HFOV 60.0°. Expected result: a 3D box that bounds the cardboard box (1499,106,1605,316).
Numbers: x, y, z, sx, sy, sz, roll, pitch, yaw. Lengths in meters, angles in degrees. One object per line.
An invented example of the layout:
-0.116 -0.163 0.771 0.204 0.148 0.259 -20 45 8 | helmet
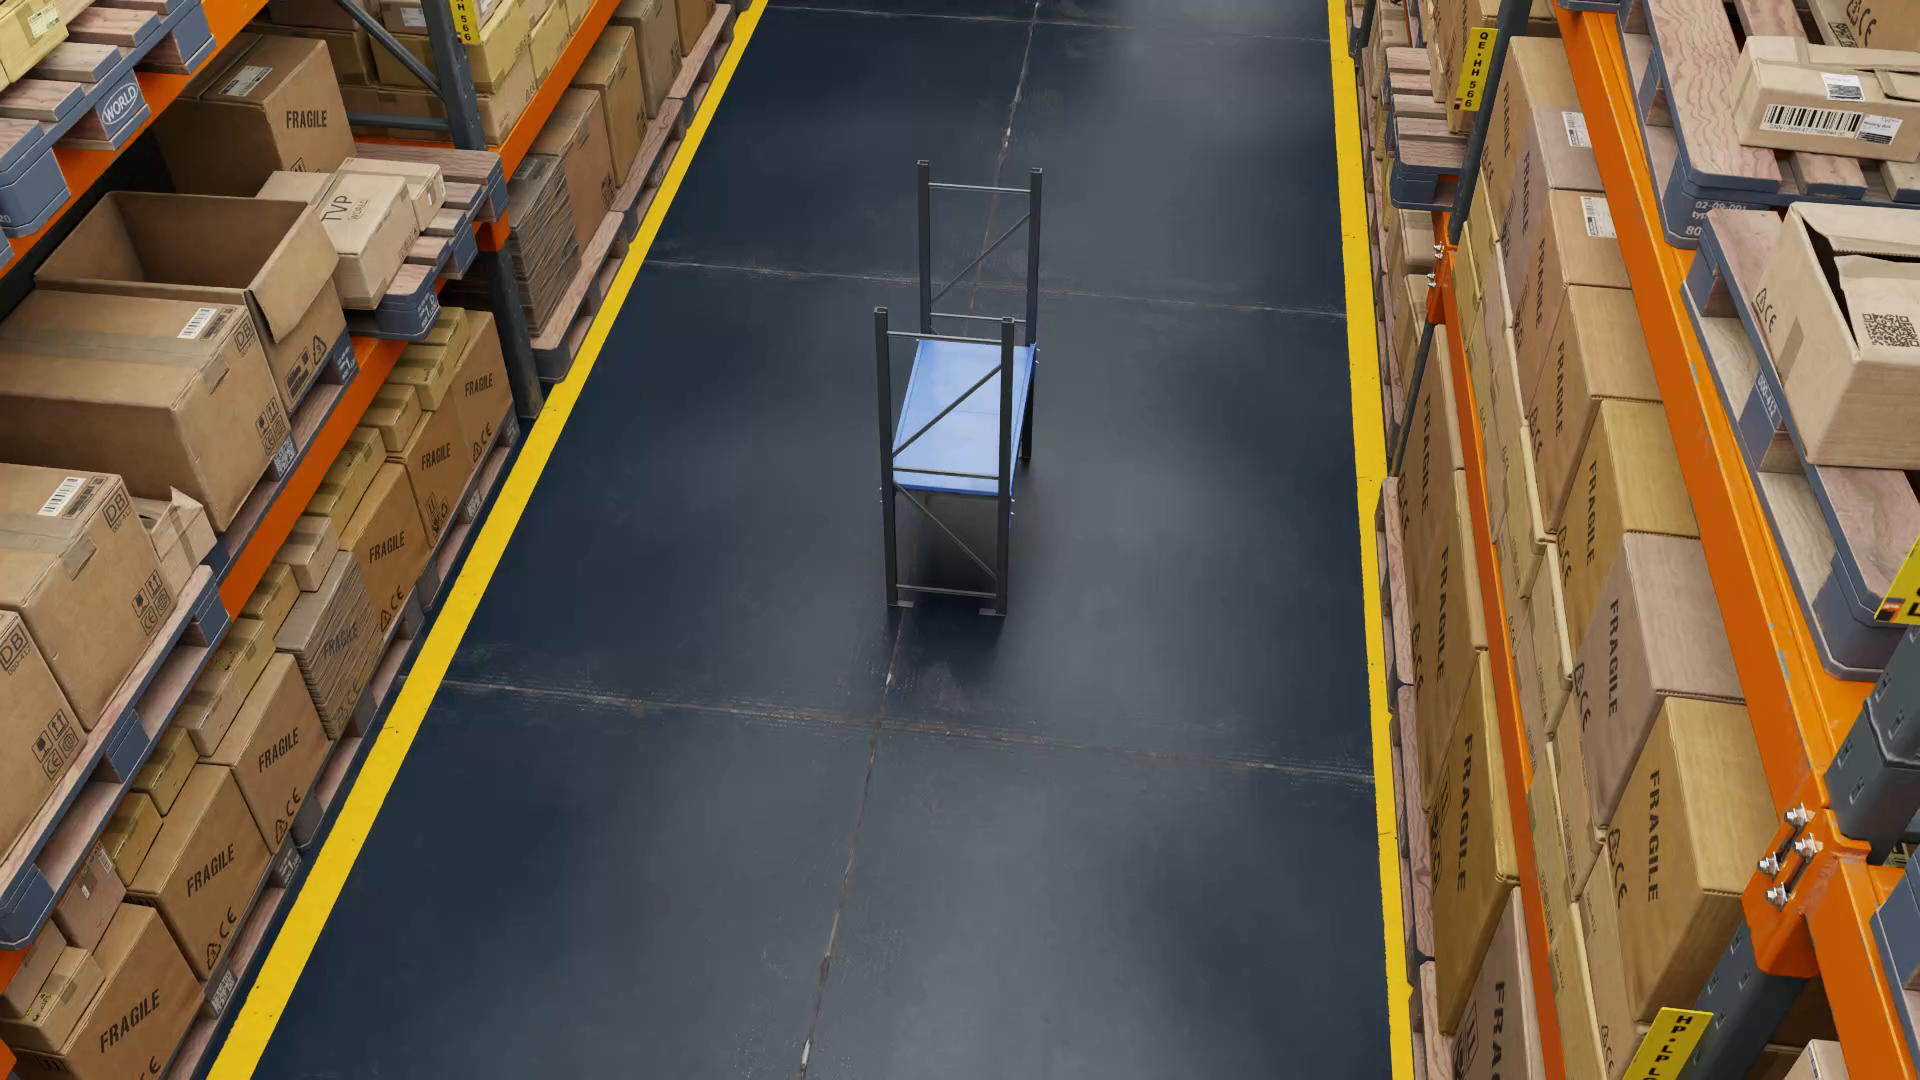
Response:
2.071 -1.037 5.364 0.500 0.500 0.500 5 44 6 | cardboard box

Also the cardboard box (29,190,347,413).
-2.519 -0.800 5.533 0.797 0.503 0.637 4 44 5 | cardboard box

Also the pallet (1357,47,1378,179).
2.862 -2.474 9.709 1.003 0.211 1.213 5 44 6 | pallet

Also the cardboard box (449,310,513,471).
-2.329 -0.676 7.295 0.500 0.500 0.500 6 44 7 | cardboard box

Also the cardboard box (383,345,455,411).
-2.306 -0.671 6.818 0.380 0.149 0.250 3 44 3 | cardboard box

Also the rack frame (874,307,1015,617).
-0.056 -0.256 6.430 0.500 1.500 0.032 5 44 6 | rack frame

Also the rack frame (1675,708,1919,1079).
1.906 1.435 3.552 1.000 3.000 0.127 5 44 6 | rack frame

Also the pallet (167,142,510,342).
-2.506 -1.201 6.477 1.213 0.211 1.003 5 44 6 | pallet

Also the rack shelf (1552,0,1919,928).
2.170 -0.756 4.208 1.077 0.370 4.000 5 44 6 | rack shelf

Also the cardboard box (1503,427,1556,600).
1.895 -0.060 4.877 0.500 0.250 0.500 6 44 6 | cardboard box

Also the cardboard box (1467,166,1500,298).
2.123 -1.095 5.970 0.500 0.250 0.500 5 44 5 | cardboard box

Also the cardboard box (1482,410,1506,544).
1.995 -0.217 5.407 0.500 0.250 0.500 7 44 7 | cardboard box

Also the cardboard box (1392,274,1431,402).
2.519 -0.873 7.596 0.950 0.372 0.625 3 43 3 | cardboard box

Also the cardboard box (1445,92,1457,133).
2.208 -1.786 6.832 0.380 0.149 0.250 6 44 6 | cardboard box

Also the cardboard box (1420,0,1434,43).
2.261 -2.322 7.397 0.380 0.149 0.250 6 44 6 | cardboard box

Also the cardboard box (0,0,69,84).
-2.406 -1.236 3.997 0.380 0.149 0.250 6 44 7 | cardboard box

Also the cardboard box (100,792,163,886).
-2.721 0.914 5.144 0.380 0.149 0.250 3 44 3 | cardboard box

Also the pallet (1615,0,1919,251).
2.257 -1.105 4.191 1.003 0.211 1.213 7 44 7 | pallet

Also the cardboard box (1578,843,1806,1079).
1.723 0.986 3.773 0.500 0.250 0.500 5 44 5 | cardboard box

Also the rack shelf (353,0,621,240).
-2.222 -2.841 8.592 1.077 0.370 4.000 5 44 6 | rack shelf

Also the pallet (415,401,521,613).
-2.622 -0.221 7.330 1.003 0.211 1.213 5 44 6 | pallet

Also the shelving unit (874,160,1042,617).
0.011 -0.603 6.796 0.538 1.500 1.048 5 44 6 | shelving unit

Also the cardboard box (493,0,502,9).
-2.118 -2.384 7.041 0.380 0.149 0.250 6 44 6 | cardboard box

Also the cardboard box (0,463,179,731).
-2.661 0.136 4.547 0.700 0.500 0.500 6 44 6 | cardboard box

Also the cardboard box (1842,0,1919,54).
2.489 -1.341 3.925 0.500 0.500 0.500 6 44 6 | cardboard box

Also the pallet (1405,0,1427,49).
2.655 -2.574 7.926 1.003 0.211 1.213 5 44 6 | pallet

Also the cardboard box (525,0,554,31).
-2.118 -2.488 7.441 0.500 0.250 0.500 7 44 7 | cardboard box

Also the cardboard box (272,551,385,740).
-2.522 0.376 6.184 0.500 0.500 0.500 4 44 4 | cardboard box

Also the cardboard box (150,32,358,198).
-2.709 -1.592 6.371 0.500 0.500 0.500 7 44 7 | cardboard box

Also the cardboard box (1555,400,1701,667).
1.863 0.012 4.256 0.500 0.500 0.500 6 44 7 | cardboard box

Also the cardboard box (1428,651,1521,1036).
2.020 1.008 5.243 0.875 0.875 0.875 6 44 7 | cardboard box

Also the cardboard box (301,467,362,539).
-2.497 -0.150 6.268 0.380 0.149 0.250 5 44 5 | cardboard box

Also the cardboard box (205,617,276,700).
-2.593 0.390 5.697 0.380 0.149 0.250 7 44 7 | cardboard box

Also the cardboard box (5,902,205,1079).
-2.728 1.433 5.068 0.500 0.500 0.500 7 44 7 | cardboard box

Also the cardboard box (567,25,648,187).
-2.223 -2.358 8.981 0.875 0.625 0.625 4 44 4 | cardboard box

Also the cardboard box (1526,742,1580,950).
1.783 0.814 4.318 0.500 0.250 0.500 5 44 5 | cardboard box

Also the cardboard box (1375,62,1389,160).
2.805 -2.367 9.174 0.950 0.372 0.625 8 44 8 | cardboard box

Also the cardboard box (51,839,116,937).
-2.717 0.997 4.840 0.380 0.149 0.250 3 44 3 | cardboard box

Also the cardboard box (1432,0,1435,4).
2.342 -2.620 7.241 0.500 0.500 0.500 3 43 3 | cardboard box

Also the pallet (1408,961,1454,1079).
1.933 1.915 5.074 1.003 0.211 1.213 5 44 6 | pallet

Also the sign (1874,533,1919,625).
1.366 0.001 2.280 0.100 0.325 0.005 5 44 6 | sign

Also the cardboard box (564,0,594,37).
-2.053 -2.659 7.986 0.500 0.250 0.500 4 44 4 | cardboard box

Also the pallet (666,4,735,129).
-2.016 -2.947 10.209 1.003 0.211 1.213 5 44 6 | pallet

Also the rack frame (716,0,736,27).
-1.957 -4.465 9.784 1.000 3.000 0.127 5 44 6 | rack frame

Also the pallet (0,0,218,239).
-2.725 -1.179 4.269 1.213 0.211 1.003 5 44 6 | pallet
